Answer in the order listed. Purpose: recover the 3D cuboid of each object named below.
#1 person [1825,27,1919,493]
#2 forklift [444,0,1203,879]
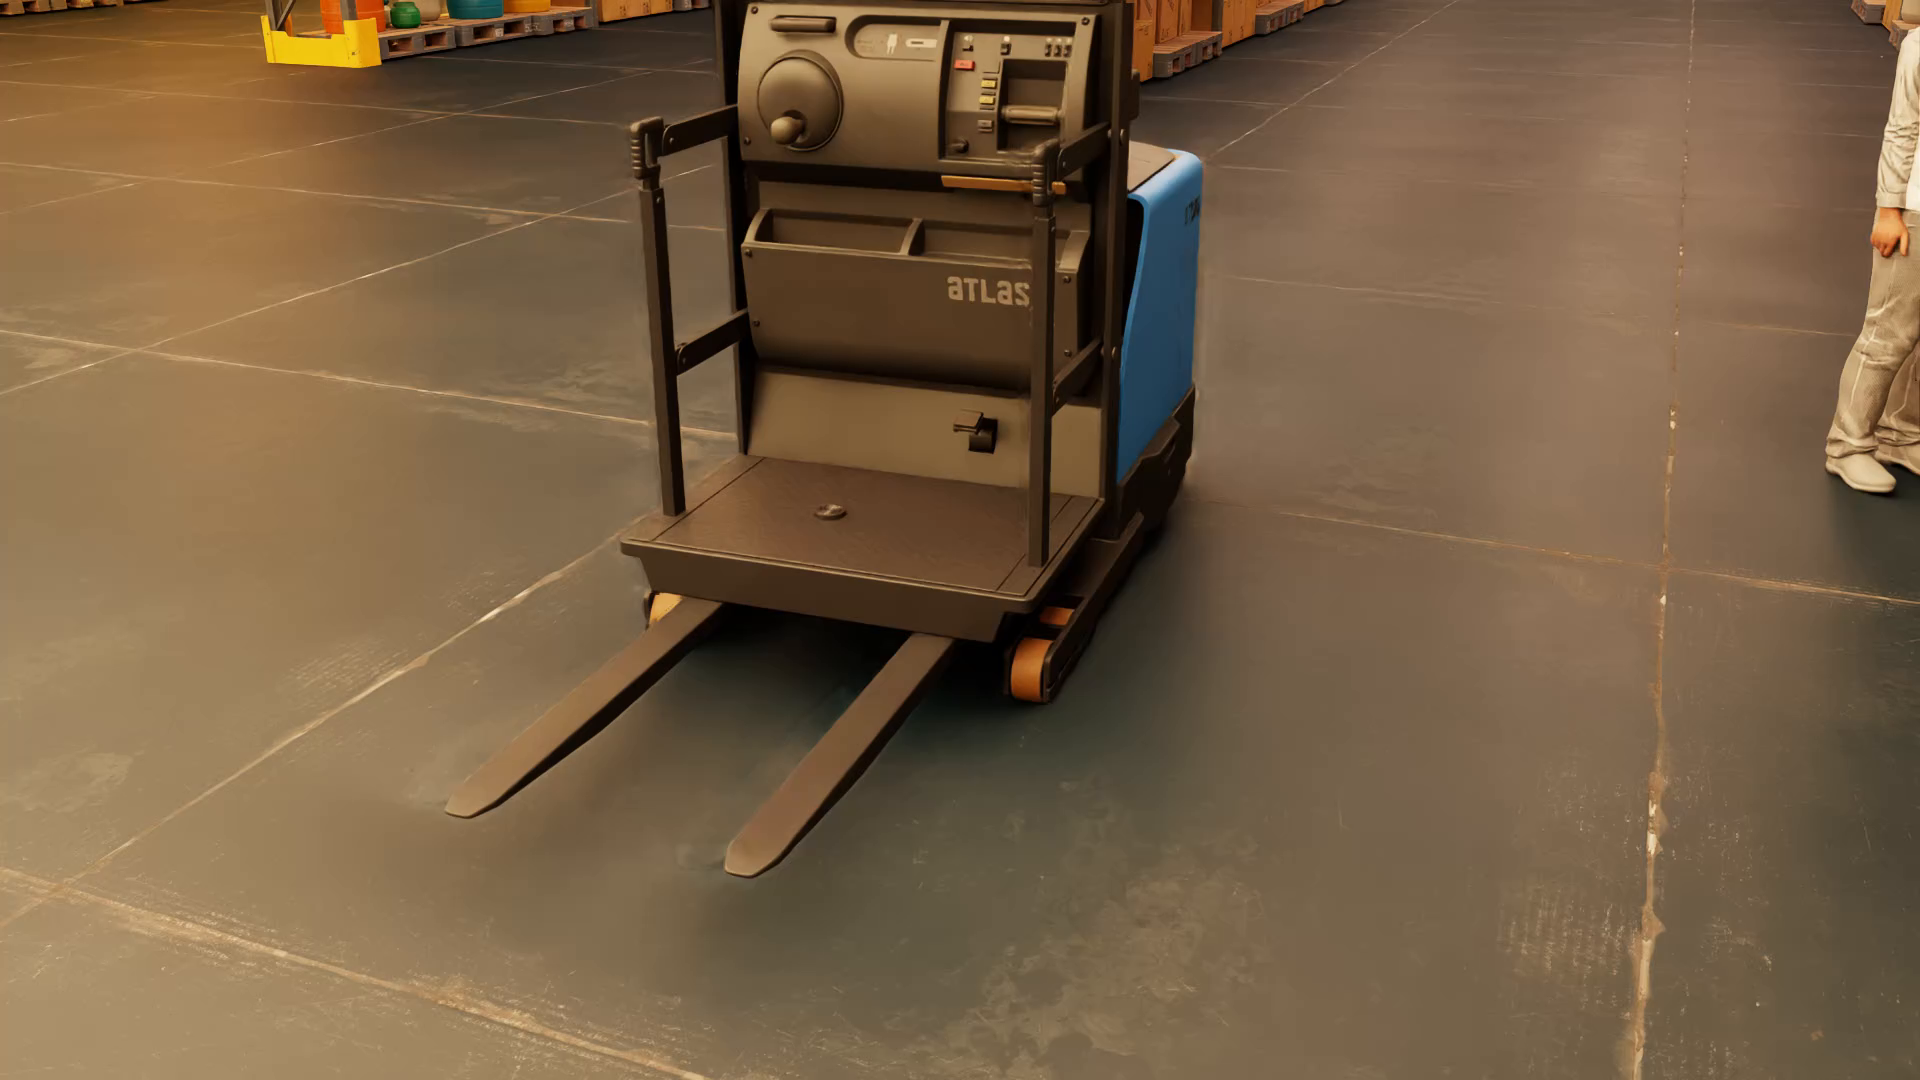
[{"bbox_3d":[3.148,-1.046,5.298,0.533,1.776,0.361,-8,24,-19],"label":"person"},{"bbox_3d":[-0.190,-1.124,3.981,1.130,2.935,3.031,8,24,18],"label":"forklift"}]
